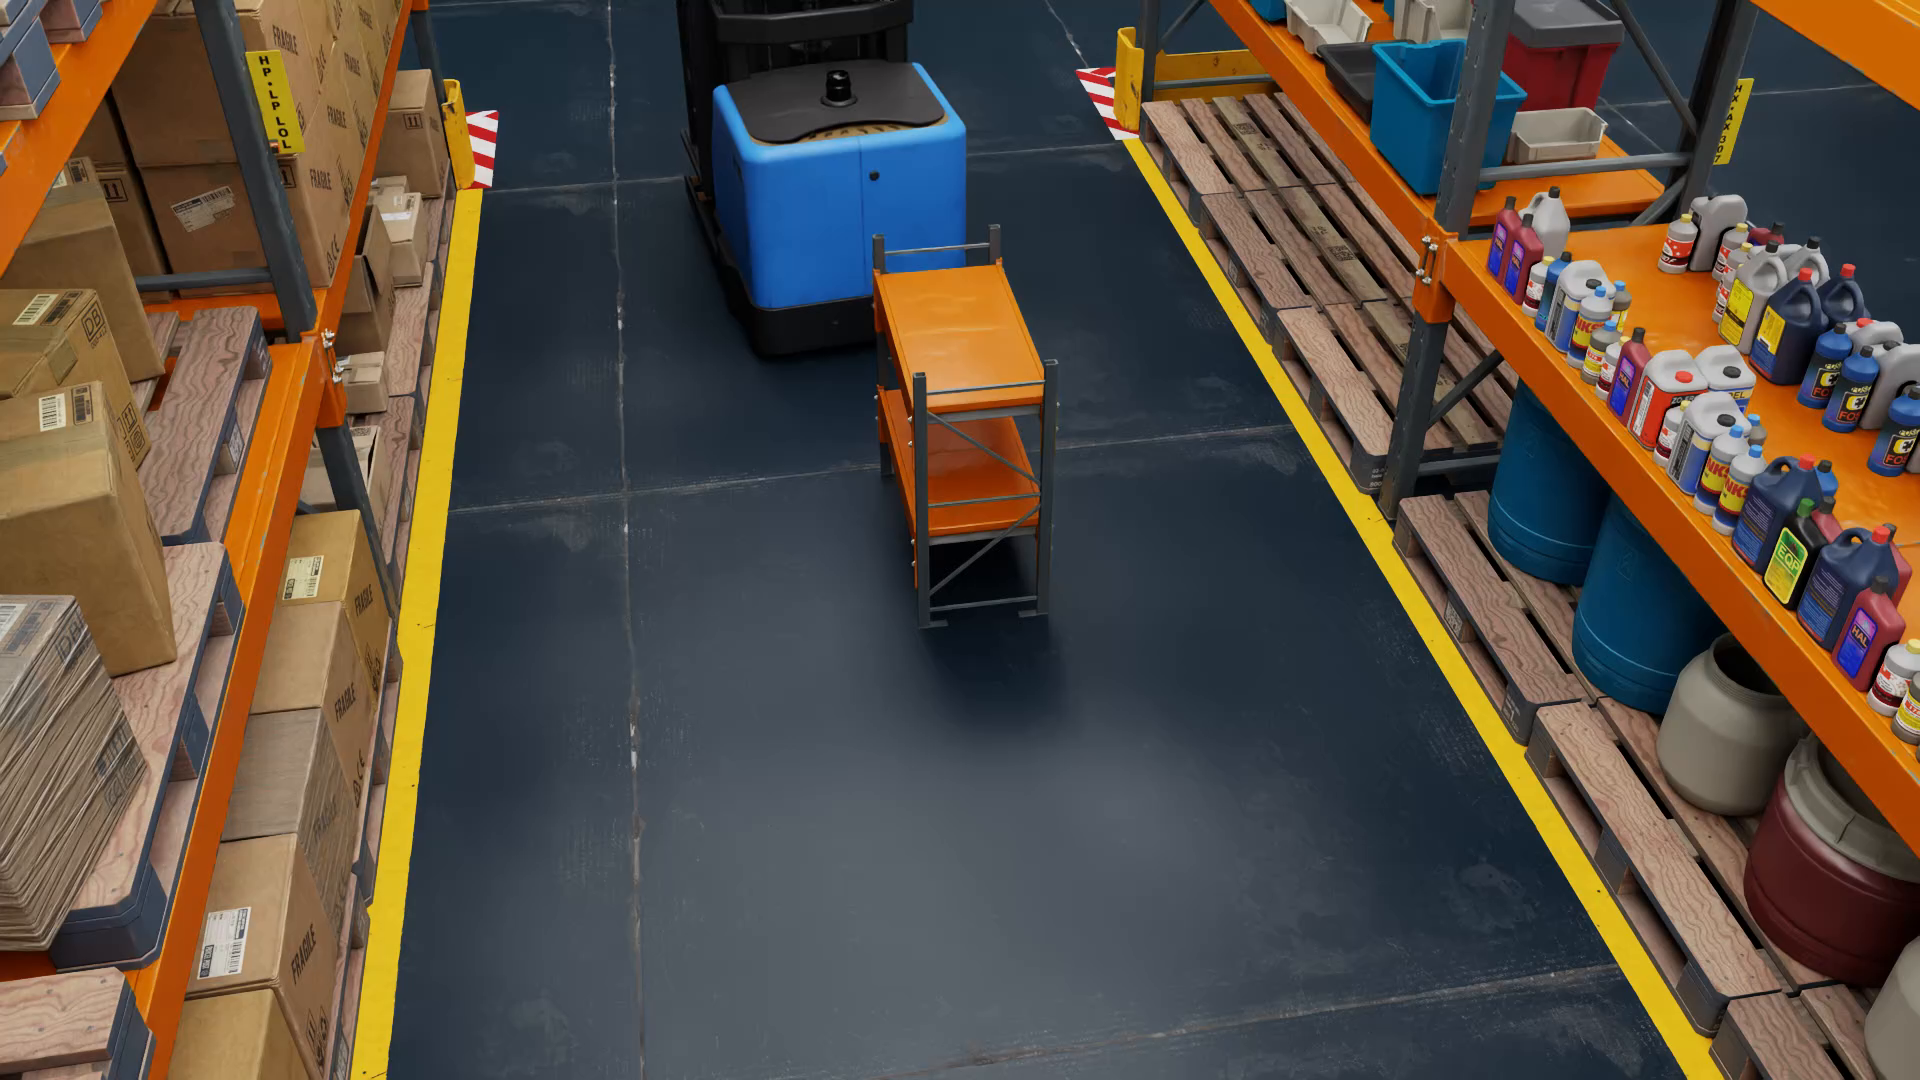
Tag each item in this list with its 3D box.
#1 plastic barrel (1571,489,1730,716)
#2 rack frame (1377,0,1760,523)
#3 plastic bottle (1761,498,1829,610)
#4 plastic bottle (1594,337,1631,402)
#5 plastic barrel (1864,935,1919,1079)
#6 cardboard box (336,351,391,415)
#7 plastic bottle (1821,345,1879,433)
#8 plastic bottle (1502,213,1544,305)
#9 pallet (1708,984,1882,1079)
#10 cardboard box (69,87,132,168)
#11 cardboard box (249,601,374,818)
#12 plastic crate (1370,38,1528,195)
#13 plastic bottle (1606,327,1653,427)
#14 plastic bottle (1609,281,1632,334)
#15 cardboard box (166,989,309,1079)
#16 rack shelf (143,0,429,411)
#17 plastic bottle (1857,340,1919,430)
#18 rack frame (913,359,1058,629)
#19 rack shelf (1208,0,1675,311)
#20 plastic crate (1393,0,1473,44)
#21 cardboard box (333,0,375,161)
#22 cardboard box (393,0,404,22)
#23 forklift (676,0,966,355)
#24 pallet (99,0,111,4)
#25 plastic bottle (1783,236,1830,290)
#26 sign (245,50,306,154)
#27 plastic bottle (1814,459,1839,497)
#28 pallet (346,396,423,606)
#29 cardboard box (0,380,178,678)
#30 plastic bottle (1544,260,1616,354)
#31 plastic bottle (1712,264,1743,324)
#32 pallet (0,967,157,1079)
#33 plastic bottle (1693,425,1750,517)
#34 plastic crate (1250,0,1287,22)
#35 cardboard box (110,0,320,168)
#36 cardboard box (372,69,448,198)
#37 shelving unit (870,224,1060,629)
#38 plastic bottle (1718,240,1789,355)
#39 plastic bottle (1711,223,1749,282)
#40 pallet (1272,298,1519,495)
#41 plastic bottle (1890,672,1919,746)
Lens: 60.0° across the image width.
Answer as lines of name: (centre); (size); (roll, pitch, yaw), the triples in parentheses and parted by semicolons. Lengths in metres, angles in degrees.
plastic barrel: (2.446, 0.075, 5.576); (0.600, 0.901, 0.708); (-6, 38, -8)
rack frame: (2.243, -1.346, 6.037); (1.000, 3.000, 0.127); (-6, 38, -8)
plastic bottle: (2.197, 0.035, 4.355); (0.061, 0.283, 0.133); (-6, 38, -8)
plastic bottle: (2.041, -0.535, 5.156); (0.097, 0.201, 0.097); (0, 38, 0)
plastic barrel: (2.655, 1.262, 4.367); (0.421, 0.512, 0.421); (0, 38, 0)
cardboard box: (-2.657, -0.668, 7.116); (0.380, 0.166, 0.250); (-6, 38, -8)
plastic bottle: (2.687, -0.461, 5.003); (0.097, 0.271, 0.097); (0, 38, 0)
plastic bottle: (1.910, -0.952, 5.625); (0.061, 0.283, 0.133); (-6, 38, -8)
pallet: (2.765, 1.700, 4.390); (1.003, 0.211, 1.213); (-6, 38, -8)
cardboard box: (-2.978, -1.527, 5.374); (0.500, 0.500, 0.500); (-6, 38, -8)
cardboard box: (-2.187, 0.565, 5.257); (0.500, 0.500, 0.500); (-6, 38, -8)
plastic crate: (1.825, -1.609, 6.340); (0.392, 0.384, 0.575); (-6, 38, -8)
plastic bottle: (2.043, -0.496, 5.039); (0.061, 0.283, 0.133); (-6, 38, -8)
plastic bottle: (2.133, -0.750, 5.433); (0.097, 0.201, 0.097); (0, 38, 0)
cardboard box: (-1.912, 1.489, 4.067); (0.500, 0.500, 0.500); (-7, 38, -9)
rack shelf: (-2.985, -1.739, 7.130); (1.077, 0.370, 4.000); (-6, 38, -8)
plastic bottle: (2.806, -0.487, 5.033); (0.152, 0.276, 0.135); (-6, 38, -8)
rack frame: (0.088, -0.141, 6.015); (0.500, 1.125, 0.032); (-6, 38, -8)
rack shelf: (1.892, -2.270, 7.813); (1.077, 0.370, 4.000); (-6, 38, -8)
plastic crate: (2.156, -2.265, 7.268); (0.437, 0.282, 0.530); (-6, 38, -8)
cardboard box: (-2.634, -1.803, 6.545); (0.500, 0.500, 0.500); (-6, 38, -8)
cardboard box: (-2.895, -2.717, 7.720); (0.500, 0.500, 0.500); (-6, 38, -8)
forklift: (-0.868, -2.927, 8.129); (1.130, 2.935, 3.031); (-10, 39, -13)
pallet: (-2.589, -1.524, 3.975); (1.213, 0.211, 1.003); (-6, 38, -8)
plastic bottle: (2.726, -0.806, 5.383); (0.144, 0.351, 0.185); (-6, 38, -8)
sign: (-2.089, -1.334, 5.079); (0.100, 0.325, 0.005); (-6, 38, -8)
plastic bottle: (2.321, -0.100, 4.539); (0.097, 0.271, 0.097); (0, 38, 0)
pallet: (-2.754, -0.129, 6.744); (1.003, 0.211, 1.213); (-6, 38, -8)
cardboard box: (-2.264, 0.040, 3.830); (0.700, 0.500, 0.500); (-16, 41, -19)
plastic bottle: (2.013, -0.755, 5.378); (0.152, 0.276, 0.135); (-6, 38, -8)
plastic bottle: (2.575, -0.819, 5.521); (0.097, 0.201, 0.097); (0, 38, 0)
pallet: (-2.121, 1.275, 2.821); (1.213, 0.211, 1.003); (-6, 38, -8)
plastic bottle: (2.145, -0.202, 4.670); (0.097, 0.271, 0.097); (0, 38, 0)
plastic crate: (1.544, -2.558, 7.686); (0.416, 0.233, 0.300); (-6, 38, -8)
cardboard box: (-2.440, -1.565, 5.422); (0.500, 0.500, 0.500); (-5, 38, -7)
cardboard box: (-2.998, -2.116, 8.708); (0.500, 0.500, 0.500); (-6, 38, -8)
shelving unit: (-0.001, -0.448, 6.410); (0.538, 1.125, 1.048); (-6, 38, -8)
plastic bottle: (2.584, -0.791, 5.363); (0.144, 0.351, 0.185); (-6, 38, -8)
plastic bottle: (2.677, -0.997, 5.750); (0.097, 0.201, 0.097); (0, 38, 0)
pallet: (2.076, -0.685, 7.459); (1.003, 0.211, 1.213); (-6, 38, -8)
plastic bottle: (2.308, 0.386, 3.970); (0.097, 0.201, 0.097); (0, 38, 0)
